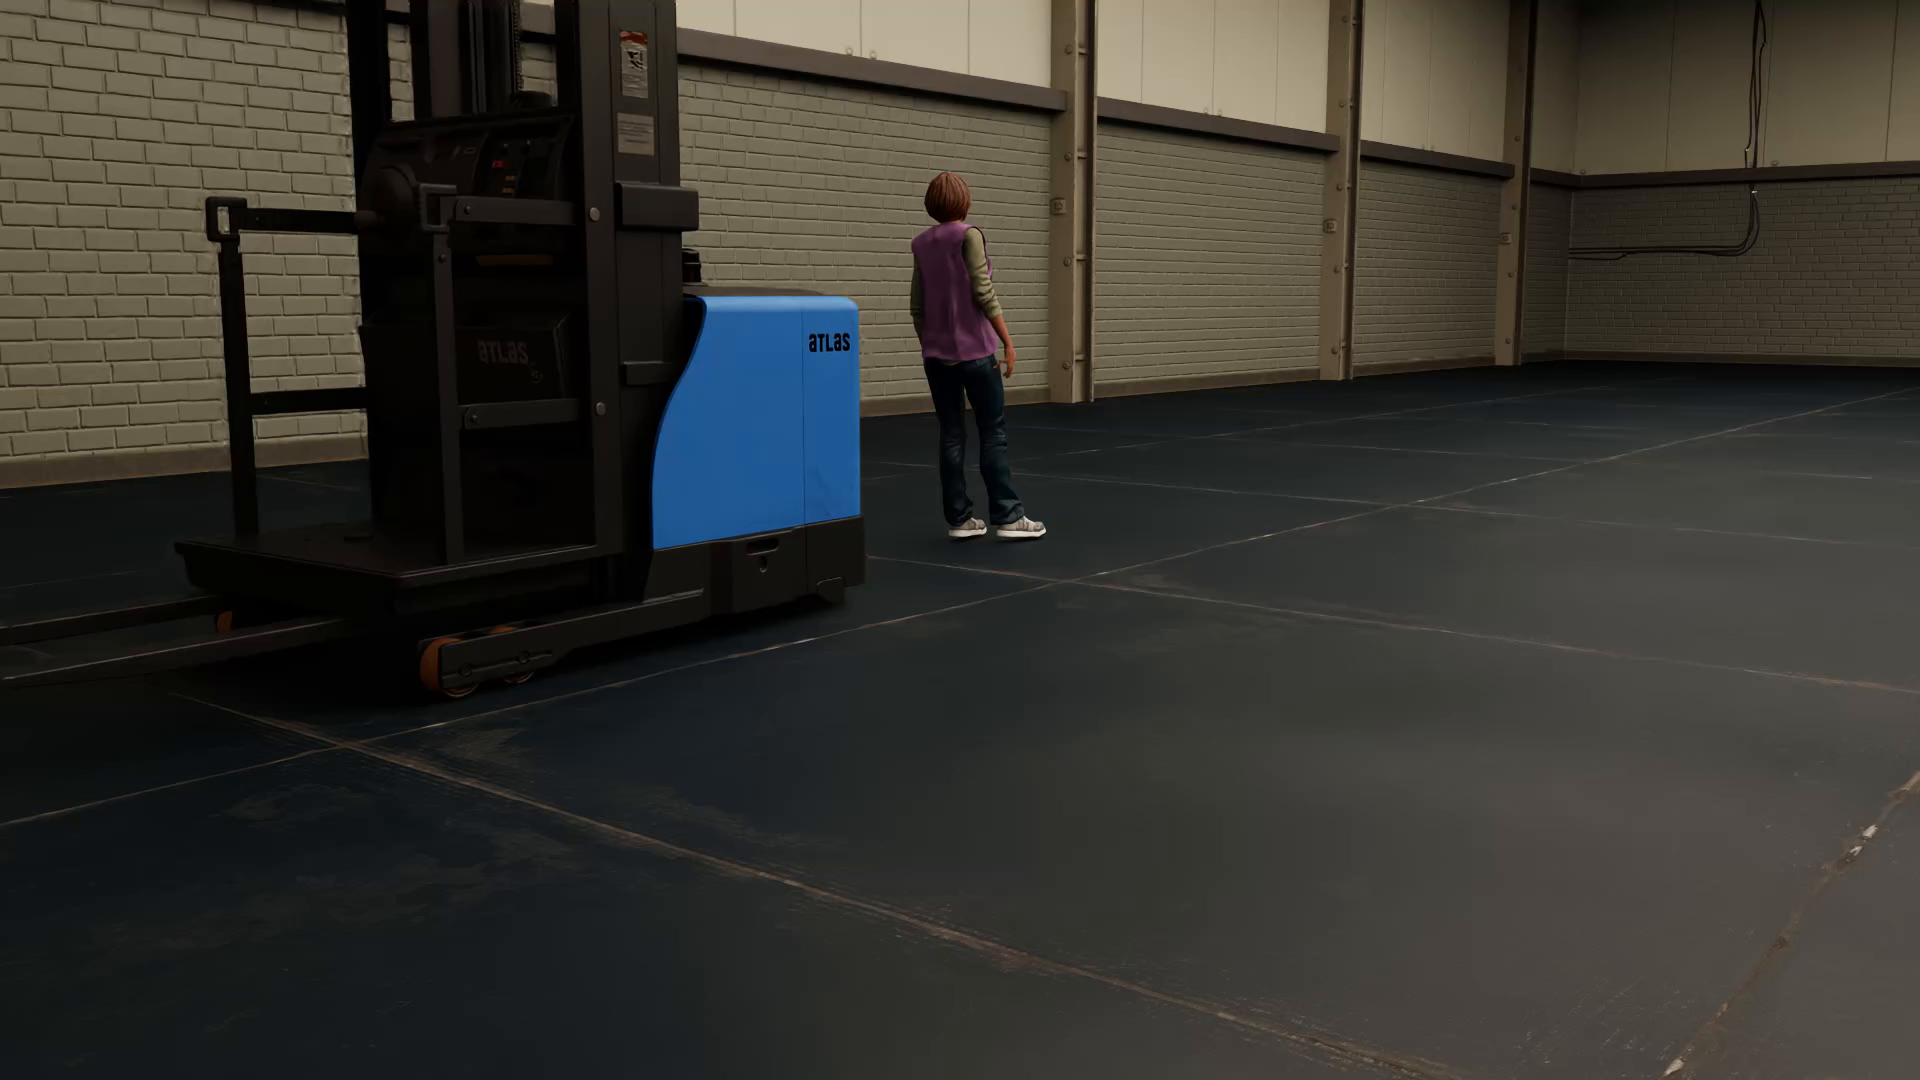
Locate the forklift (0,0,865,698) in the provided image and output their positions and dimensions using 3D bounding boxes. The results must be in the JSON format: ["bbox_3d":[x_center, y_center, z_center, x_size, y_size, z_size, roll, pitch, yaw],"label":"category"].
[{"bbox_3d":[-1.611,-1.102,4.817,1.130,2.935,3.031,6,10,36],"label":"forklift"}]

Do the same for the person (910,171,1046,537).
[{"bbox_3d":[0.058,-0.801,7.338,0.520,1.592,0.473,7,11,38],"label":"person"}]
